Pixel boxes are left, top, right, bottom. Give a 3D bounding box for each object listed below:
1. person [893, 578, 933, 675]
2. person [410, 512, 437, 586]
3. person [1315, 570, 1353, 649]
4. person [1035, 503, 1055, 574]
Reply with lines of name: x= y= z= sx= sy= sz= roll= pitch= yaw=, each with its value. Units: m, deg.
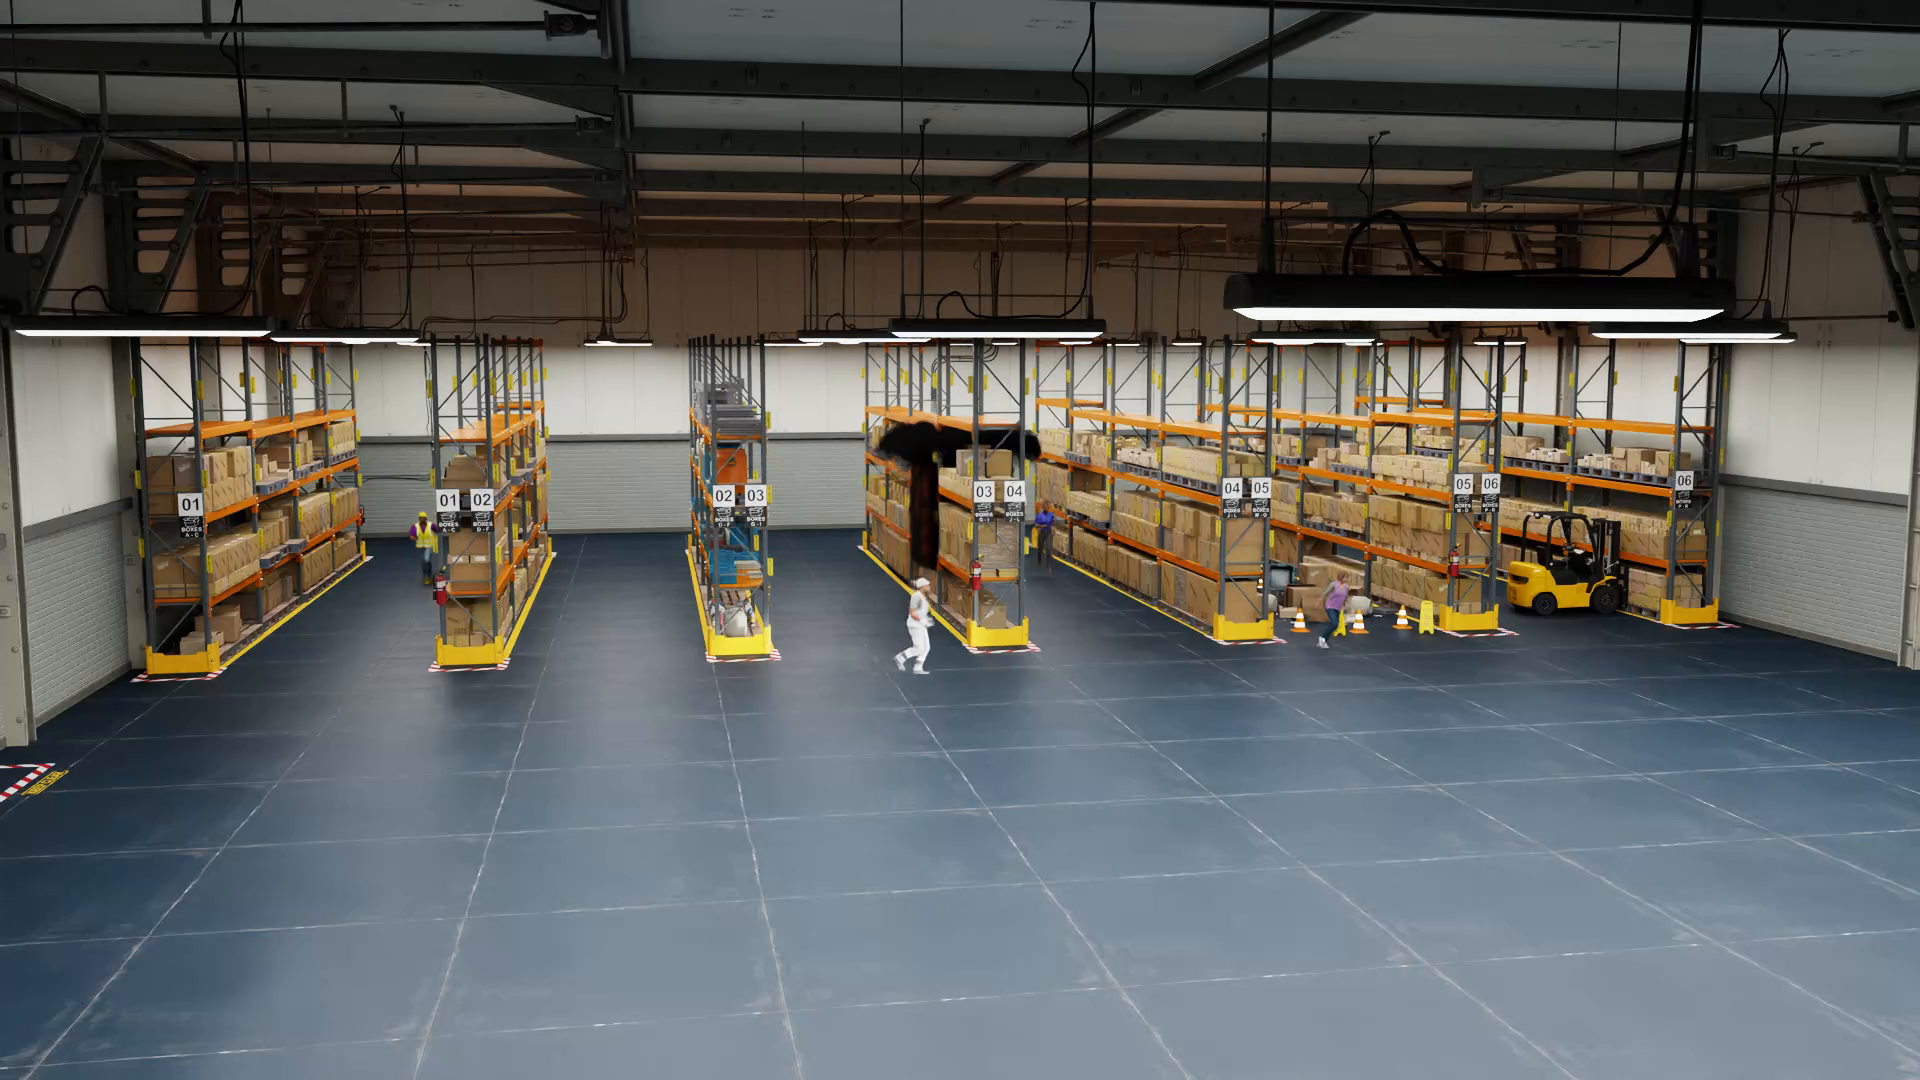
person: x=-0.812 y=1.523 z=29.311 sx=0.713 sy=1.733 sz=0.654 roll=2 pitch=7 yaw=16
person: x=-13.054 y=0.211 z=40.542 sx=0.654 sy=1.811 sz=0.833 roll=0 pitch=7 yaw=-3
person: x=7.156 y=1.330 z=31.740 sx=0.529 sy=1.538 sz=0.662 roll=-4 pitch=8 yaw=-32
person: x=2.100 y=-0.063 z=41.091 sx=0.555 sy=1.725 sz=0.829 roll=-1 pitch=7 yaw=-10
